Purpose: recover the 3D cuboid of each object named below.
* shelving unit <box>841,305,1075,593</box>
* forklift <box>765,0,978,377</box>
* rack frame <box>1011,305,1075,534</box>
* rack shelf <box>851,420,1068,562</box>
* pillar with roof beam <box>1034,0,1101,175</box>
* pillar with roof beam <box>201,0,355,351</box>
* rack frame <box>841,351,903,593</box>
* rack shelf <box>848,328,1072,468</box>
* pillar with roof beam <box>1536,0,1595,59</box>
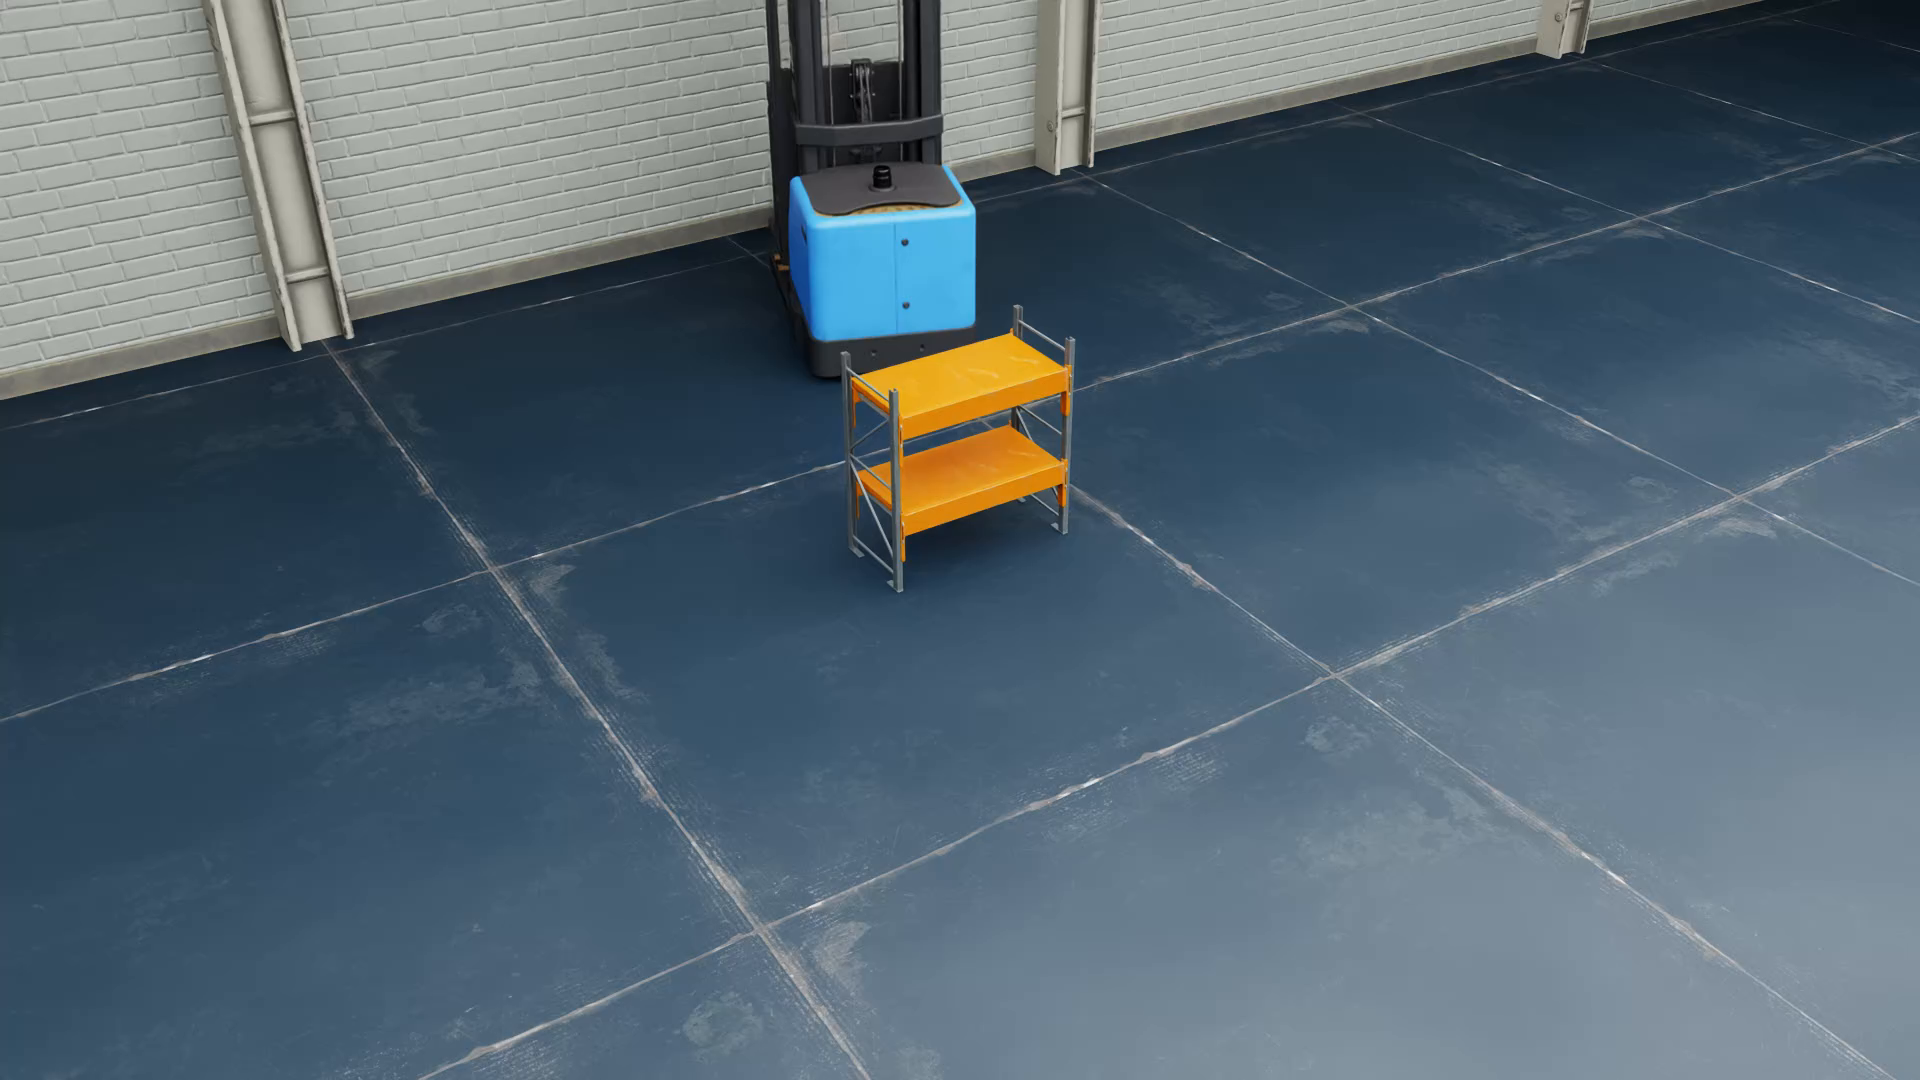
[{"bbox_3d":[-0.006,-0.474,8.447,1.048,1.125,0.538,-19,37,-27],"label":"shelving unit"},{"bbox_3d":[-0.716,-3.016,10.784,1.130,2.935,3.031,-7,33,-11],"label":"forklift"},{"bbox_3d":[0.422,-0.621,8.680,0.032,1.125,0.500,-19,37,-27],"label":"rack frame"},{"bbox_3d":[-0.006,-0.267,8.577,1.000,0.278,0.538,-19,37,-27],"label":"rack shelf"},{"bbox_3d":[3.180,-4.944,8.153,0.400,9.000,9.100,-19,37,-27],"label":"pillar with roof beam"},{"bbox_3d":[-1.863,-3.209,5.403,0.400,9.000,9.100,-19,37,-27],"label":"pillar with roof beam"},{"bbox_3d":[-0.433,-0.327,8.214,0.032,1.125,0.500,-19,37,-27],"label":"rack frame"},{"bbox_3d":[-0.006,-0.721,8.291,1.000,0.278,0.538,-19,37,-27],"label":"rack shelf"},{"bbox_3d":[8.223,-6.678,10.902,0.400,9.000,9.100,-19,37,-27],"label":"pillar with roof beam"}]
